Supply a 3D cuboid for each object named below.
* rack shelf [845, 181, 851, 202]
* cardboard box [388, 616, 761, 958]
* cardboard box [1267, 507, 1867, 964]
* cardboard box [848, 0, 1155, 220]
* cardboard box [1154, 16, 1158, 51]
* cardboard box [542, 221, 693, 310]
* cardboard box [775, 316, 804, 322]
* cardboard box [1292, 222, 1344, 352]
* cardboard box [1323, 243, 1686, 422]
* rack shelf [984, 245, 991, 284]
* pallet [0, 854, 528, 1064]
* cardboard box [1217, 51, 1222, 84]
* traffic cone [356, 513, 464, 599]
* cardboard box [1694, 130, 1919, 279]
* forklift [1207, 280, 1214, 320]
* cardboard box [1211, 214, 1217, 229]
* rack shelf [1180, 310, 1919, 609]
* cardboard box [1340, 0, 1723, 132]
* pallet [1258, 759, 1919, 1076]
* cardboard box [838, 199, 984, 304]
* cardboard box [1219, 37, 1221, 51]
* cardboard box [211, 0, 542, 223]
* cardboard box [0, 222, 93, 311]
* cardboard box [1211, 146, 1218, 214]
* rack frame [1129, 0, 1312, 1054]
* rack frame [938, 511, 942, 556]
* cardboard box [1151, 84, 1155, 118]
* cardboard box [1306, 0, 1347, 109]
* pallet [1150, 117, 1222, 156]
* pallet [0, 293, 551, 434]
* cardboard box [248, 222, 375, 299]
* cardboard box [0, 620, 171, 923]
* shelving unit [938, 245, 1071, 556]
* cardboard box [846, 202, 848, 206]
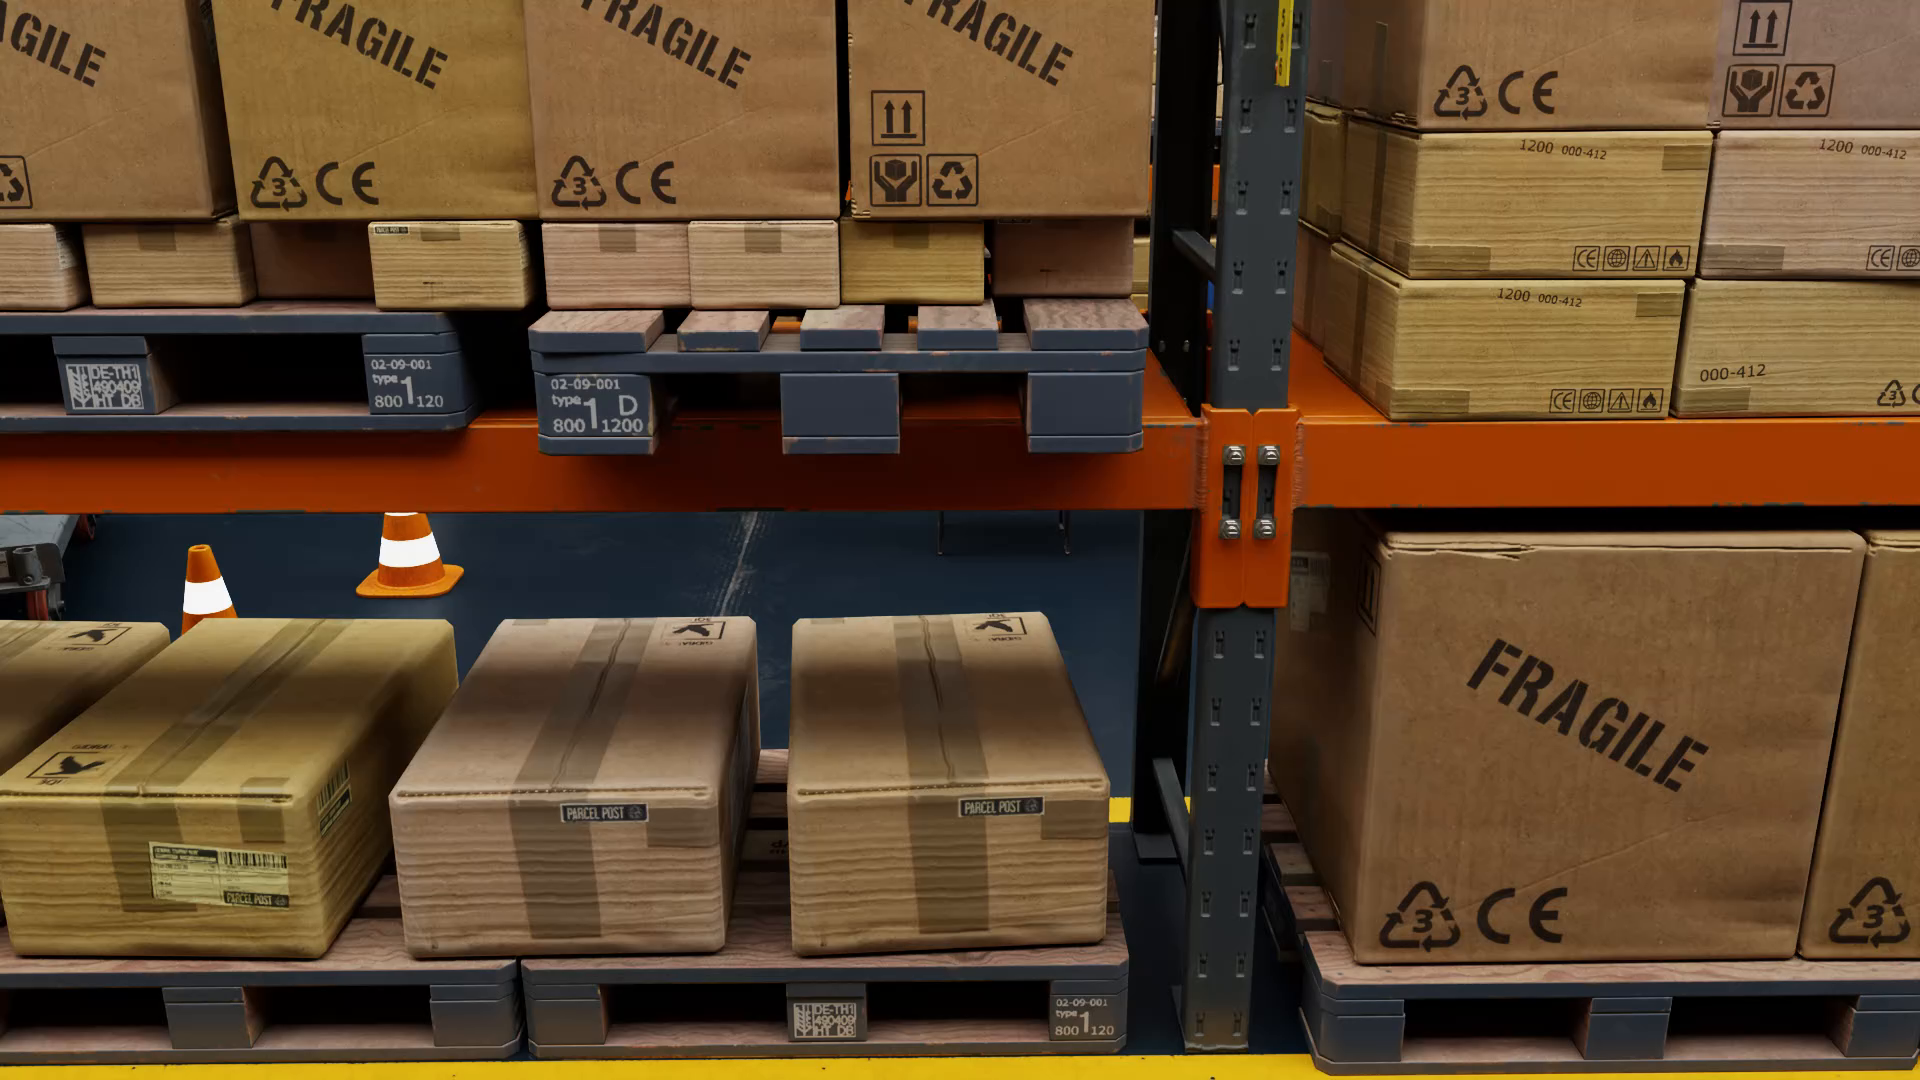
[{"bbox_3d":[-1.672,-1.710,8.144,4.000,0.370,1.077,0,18,-1],"label":"rack shelf"},{"bbox_3d":[-0.795,0.507,3.672,0.625,0.372,0.950,-1,18,-2],"label":"cardboard box"},{"bbox_3d":[1.199,0.283,3.545,0.875,0.875,0.875,0,18,-1],"label":"cardboard box"},{"bbox_3d":[0.057,-0.853,2.957,0.500,0.500,0.500,-1,18,-2],"label":"cardboard box"},{"bbox_3d":[0.798,-2.369,7.770,0.250,0.149,0.380,0,18,-1],"label":"cardboard box"},{"bbox_3d":[-0.587,-0.520,2.983,0.250,0.149,0.380,-1,18,-3],"label":"cardboard box"},{"bbox_3d":[-1.156,-1.210,8.404,0.750,0.750,1.050,0,18,0],"label":"cardboard box"},{"bbox_3d":[1.009,-0.561,3.631,0.500,0.250,0.500,-1,18,-3],"label":"cardboard box"},{"bbox_3d":[1.001,-0.405,3.144,0.500,0.250,0.500,-1,18,-2],"label":"cardboard box"},{"bbox_3d":[0.166,-0.988,6.233,0.480,0.518,0.431,0,18,-1],"label":"rack shelf"},{"bbox_3d":[-1.491,0.786,3.753,1.213,0.211,1.003,0,18,-1],"label":"pallet"},{"bbox_3d":[1.086,-2.227,7.815,0.250,0.149,0.380,1,18,2],"label":"cardboard box"},{"bbox_3d":[-2.000,-0.064,5.988,0.334,0.463,0.336,0,18,-1],"label":"traffic cone"},{"bbox_3d":[1.535,-0.646,3.079,0.500,0.250,0.500,0,18,0],"label":"cardboard box"},{"bbox_3d":[2.414,-1.458,6.294,3.031,2.935,1.130,-2,18,-7],"label":"forklift"},{"bbox_3d":[1.513,-1.518,8.545,0.500,0.250,0.500,0,18,0],"label":"cardboard box"},{"bbox_3d":[2.507,-0.218,3.493,4.000,0.370,1.077,0,18,-1],"label":"rack shelf"},{"bbox_3d":[1.004,-1.002,2.959,0.500,0.500,0.500,-1,18,-3],"label":"cardboard box"},{"bbox_3d":[1.297,0.797,3.719,1.213,0.211,1.003,0,18,-1],"label":"pallet"},{"bbox_3d":[-0.084,-0.534,3.025,0.250,0.149,0.380,0,18,0],"label":"cardboard box"},{"bbox_3d":[1.307,-2.370,7.776,0.250,0.149,0.380,0,18,-1],"label":"cardboard box"},{"bbox_3d":[-0.964,-0.844,2.930,0.500,0.500,0.500,-1,18,-5],"label":"cardboard box"},{"bbox_3d":[-1.631,-0.515,2.968,0.250,0.149,0.380,0,18,1],"label":"cardboard box"},{"bbox_3d":[1.933,-2.764,13.045,0.875,0.875,1.225,0,18,-1],"label":"cardboard box"},{"bbox_3d":[0.507,-0.550,3.353,0.127,3.000,1.000,0,18,-1],"label":"rack frame"},{"bbox_3d":[-0.078,-0.999,6.226,0.015,2.100,0.400,0,18,-1],"label":"rack frame"},{"bbox_3d":[0.779,-2.083,7.853,0.250,0.149,0.380,-1,18,-2],"label":"cardboard box"},{"bbox_3d":[1.020,-1.157,3.442,0.500,0.500,0.500,-1,18,-2],"label":"cardboard box"},{"bbox_3d":[1.039,-2.006,8.206,1.003,0.211,1.213,0,18,-1],"label":"pallet"},{"bbox_3d":[-1.471,-0.437,3.313,1.213,0.211,1.003,0,18,-1],"label":"pallet"},{"bbox_3d":[-1.115,-0.552,3.081,0.250,0.149,0.380,0,18,0],"label":"cardboard box"},{"bbox_3d":[-2.249,0.512,3.654,0.625,0.372,0.950,1,18,3],"label":"cardboard box"},{"bbox_3d":[0.166,-1.001,6.229,0.503,2.100,0.431,0,18,-1],"label":"shelving unit"},{"bbox_3d":[-0.873,-2.580,13.053,0.500,0.500,0.700,-2,18,-5],"label":"cardboard box"}]
